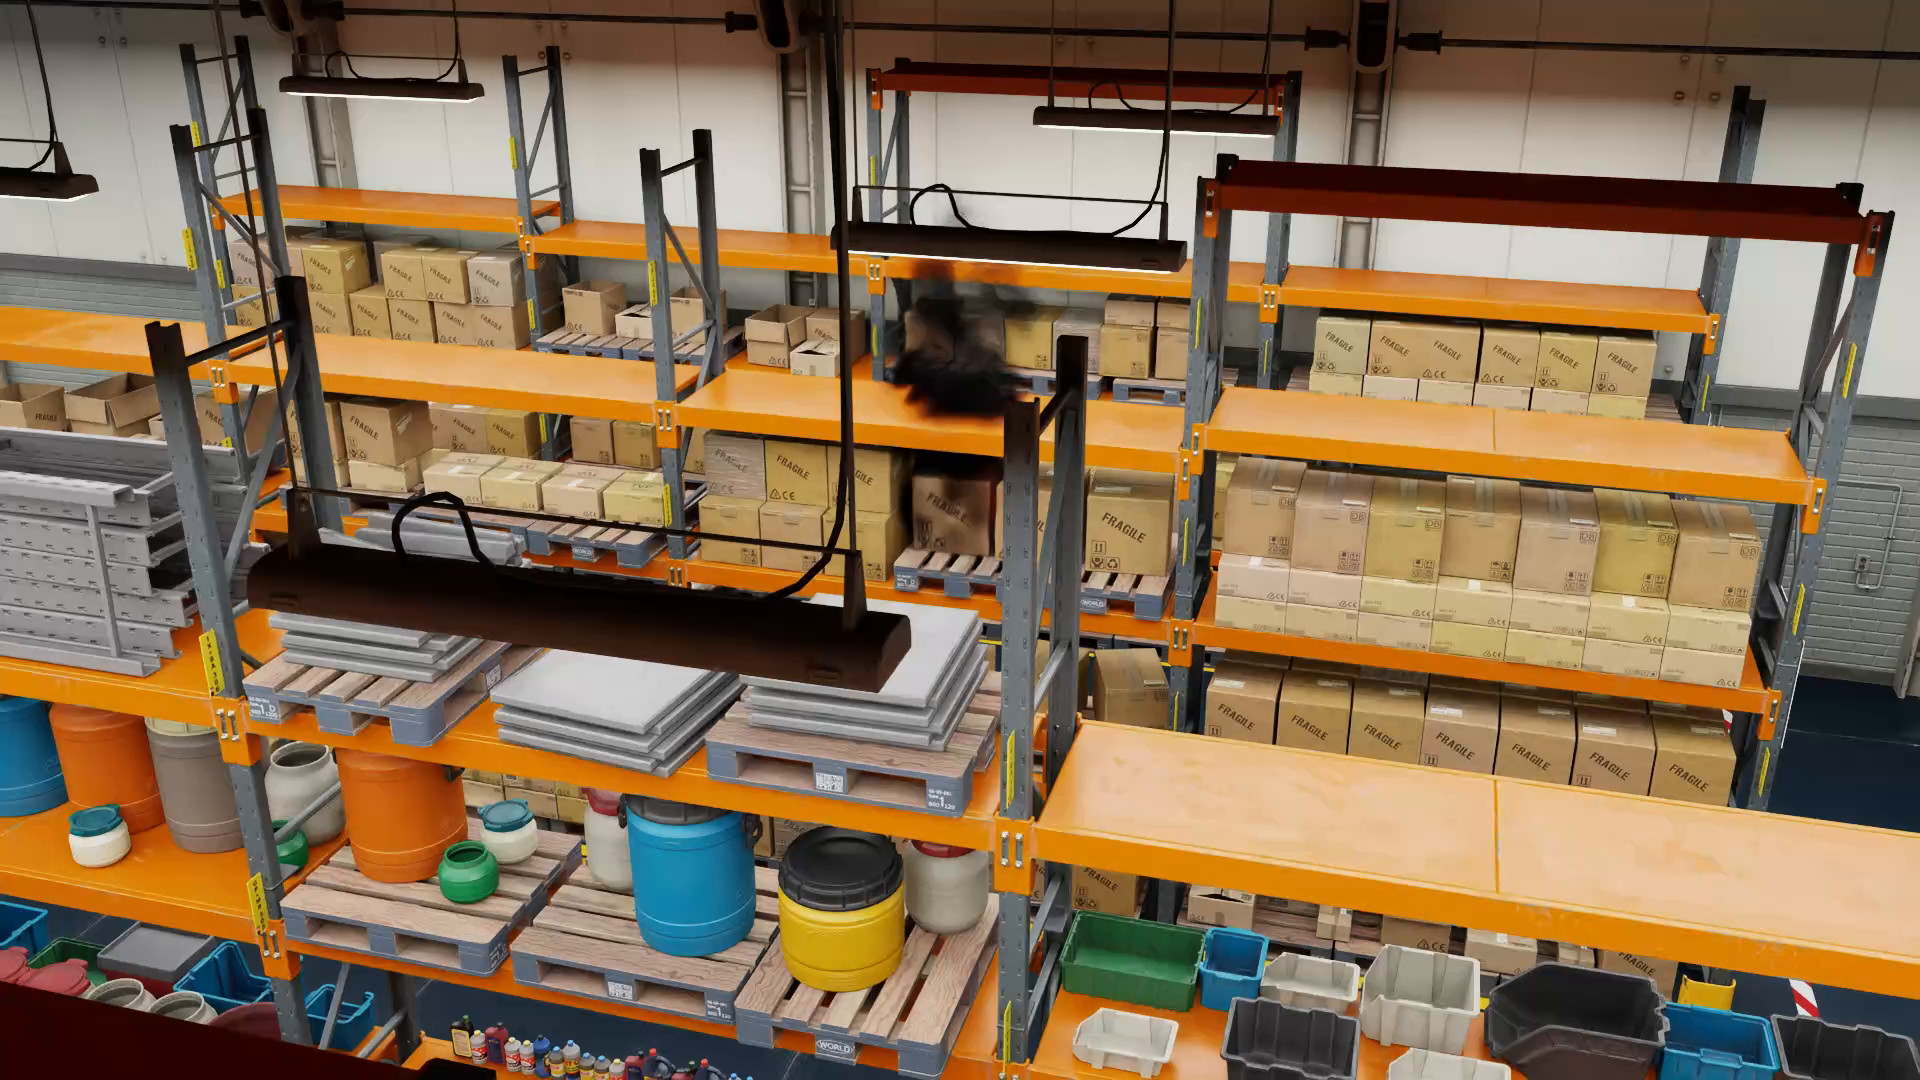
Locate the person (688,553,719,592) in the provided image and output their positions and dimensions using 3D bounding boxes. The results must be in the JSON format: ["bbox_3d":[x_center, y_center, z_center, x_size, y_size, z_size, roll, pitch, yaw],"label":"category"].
[{"bbox_3d":[-2.667,0.876,16.463,0.943,1.650,0.608,2,23,5],"label":"person"}]
